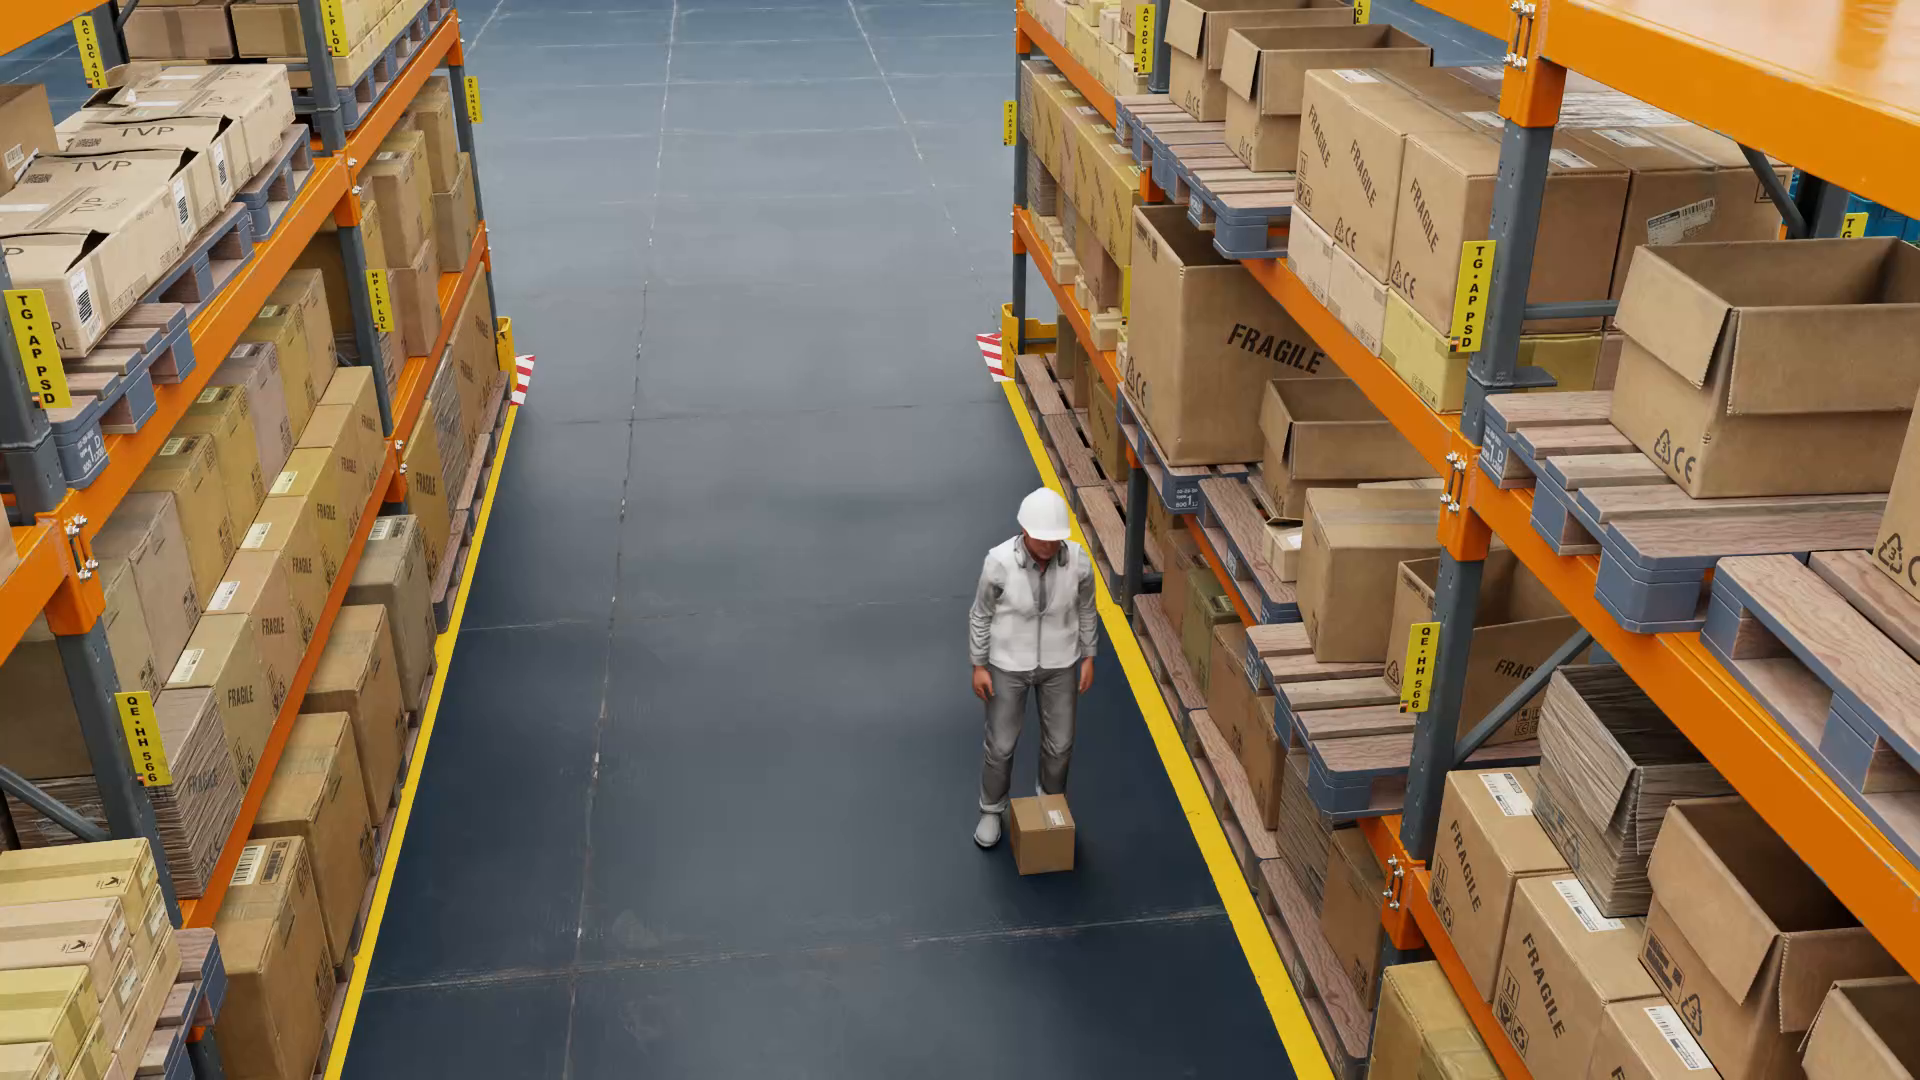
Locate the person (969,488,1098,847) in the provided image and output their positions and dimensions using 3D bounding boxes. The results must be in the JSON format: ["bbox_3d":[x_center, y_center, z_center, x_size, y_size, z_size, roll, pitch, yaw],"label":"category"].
[{"bbox_3d":[0.333,0.556,7.495,0.585,1.771,0.466,-4,27,-8],"label":"person"}]
